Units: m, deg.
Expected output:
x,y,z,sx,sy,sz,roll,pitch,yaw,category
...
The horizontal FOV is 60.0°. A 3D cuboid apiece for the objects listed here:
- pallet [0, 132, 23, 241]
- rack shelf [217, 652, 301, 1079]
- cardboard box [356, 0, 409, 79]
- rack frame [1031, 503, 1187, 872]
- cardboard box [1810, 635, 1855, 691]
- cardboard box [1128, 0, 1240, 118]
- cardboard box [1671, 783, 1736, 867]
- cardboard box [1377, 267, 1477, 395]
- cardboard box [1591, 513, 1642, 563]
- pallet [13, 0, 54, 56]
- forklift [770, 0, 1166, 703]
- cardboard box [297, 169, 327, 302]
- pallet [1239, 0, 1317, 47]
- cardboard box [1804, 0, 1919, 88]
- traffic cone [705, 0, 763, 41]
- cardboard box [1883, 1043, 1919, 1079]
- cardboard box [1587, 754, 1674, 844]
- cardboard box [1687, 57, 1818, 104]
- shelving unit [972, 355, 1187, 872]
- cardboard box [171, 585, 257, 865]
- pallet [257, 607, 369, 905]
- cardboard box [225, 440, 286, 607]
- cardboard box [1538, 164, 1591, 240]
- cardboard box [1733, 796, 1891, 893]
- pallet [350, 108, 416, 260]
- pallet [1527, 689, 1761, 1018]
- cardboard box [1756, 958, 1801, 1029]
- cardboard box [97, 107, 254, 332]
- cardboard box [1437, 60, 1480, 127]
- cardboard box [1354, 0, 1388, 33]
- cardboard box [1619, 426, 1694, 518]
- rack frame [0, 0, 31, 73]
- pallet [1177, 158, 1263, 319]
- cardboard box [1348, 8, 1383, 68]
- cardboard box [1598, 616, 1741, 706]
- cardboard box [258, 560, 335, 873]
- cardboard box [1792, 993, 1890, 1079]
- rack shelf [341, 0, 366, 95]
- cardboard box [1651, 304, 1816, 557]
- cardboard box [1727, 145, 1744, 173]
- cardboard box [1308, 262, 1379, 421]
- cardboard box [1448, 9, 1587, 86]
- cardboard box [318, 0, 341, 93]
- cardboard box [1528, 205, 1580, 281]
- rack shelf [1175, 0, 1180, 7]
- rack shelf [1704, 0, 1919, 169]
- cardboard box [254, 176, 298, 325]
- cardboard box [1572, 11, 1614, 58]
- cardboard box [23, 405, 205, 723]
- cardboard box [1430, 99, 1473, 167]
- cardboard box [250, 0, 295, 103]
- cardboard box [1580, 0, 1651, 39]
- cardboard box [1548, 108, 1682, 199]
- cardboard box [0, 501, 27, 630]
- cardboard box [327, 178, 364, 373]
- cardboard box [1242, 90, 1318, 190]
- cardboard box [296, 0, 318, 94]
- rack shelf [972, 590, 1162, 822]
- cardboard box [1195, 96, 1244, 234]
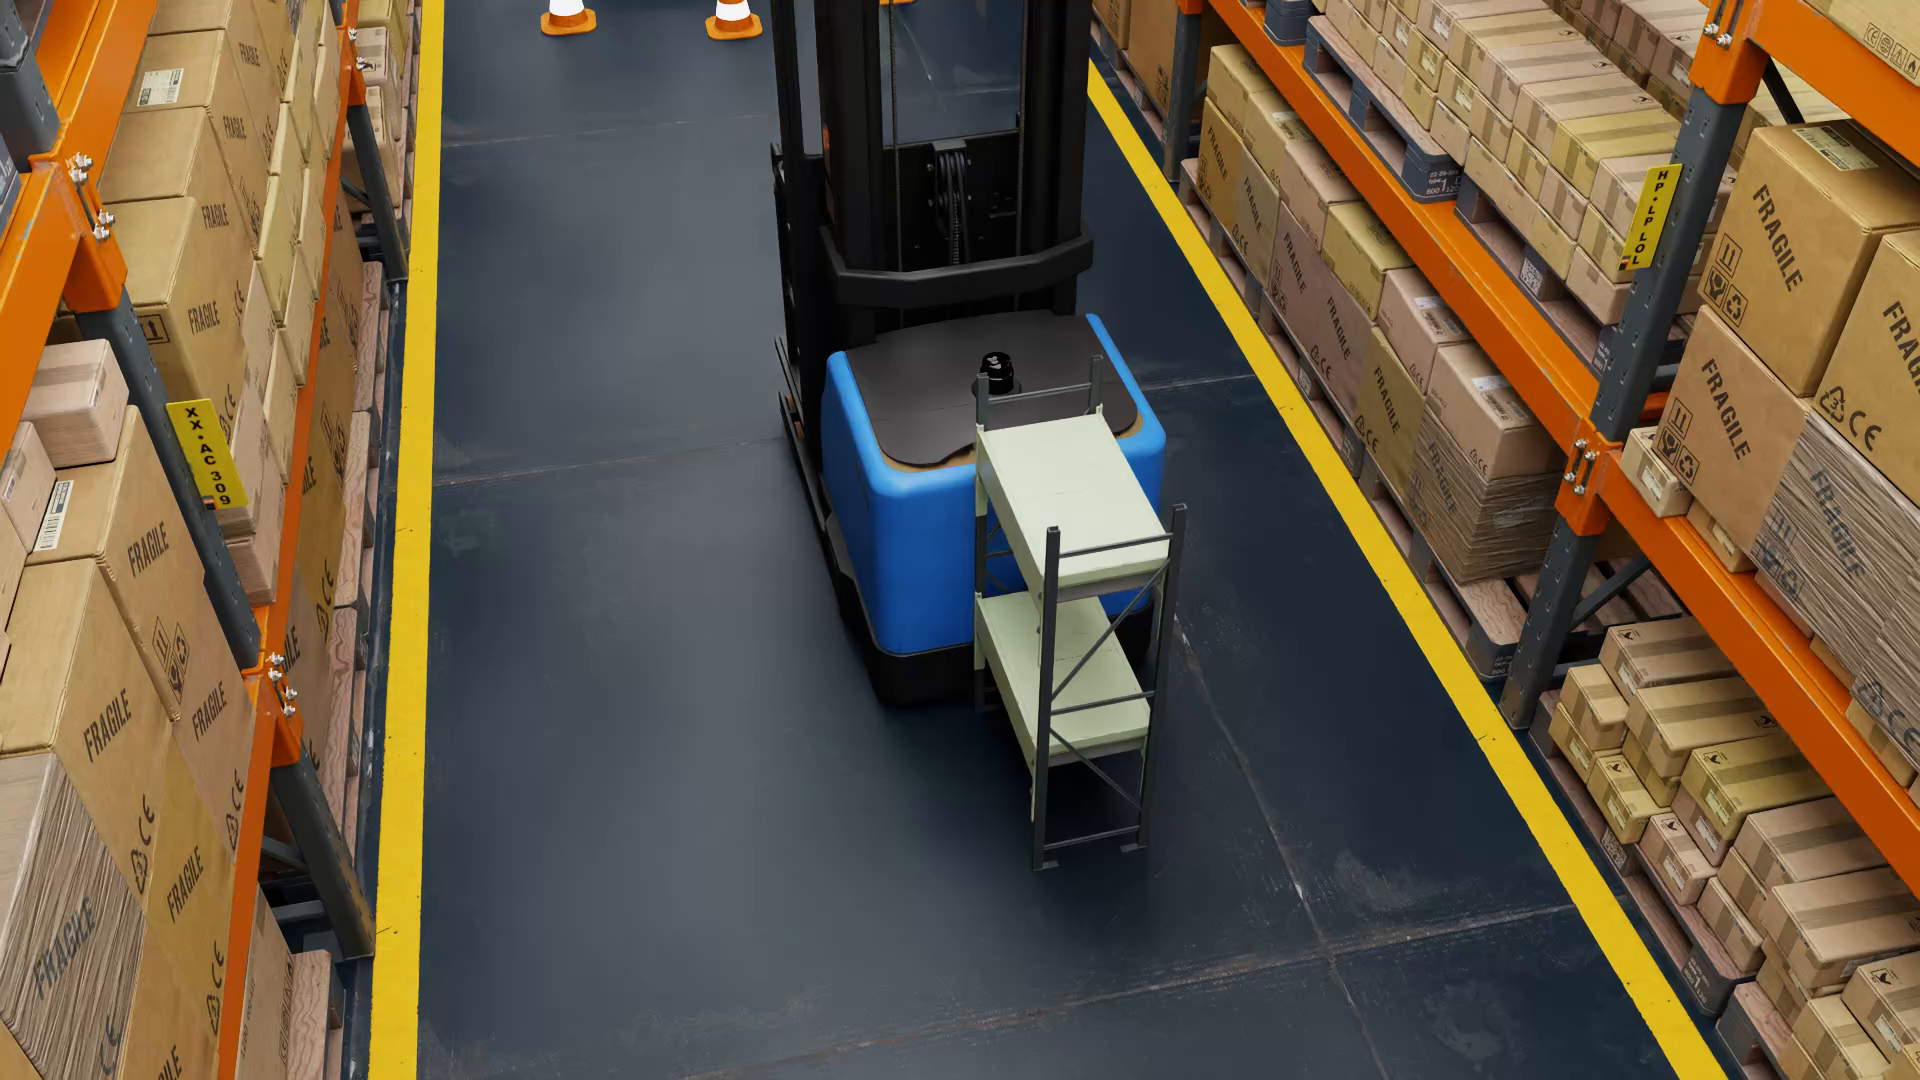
x,y,z,sx,sy,sz,roll,pitch,yaw,category
-2.186,-0.326,2.665,1.003,0.211,1.213,-8,42,-9,pallet
-1.921,1.797,3.008,1.077,0.370,4.000,-8,42,-9,rack shelf
-3.653,-2.873,9.390,0.950,0.372,0.625,-7,42,-8,cardboard box
0.432,0.500,5.057,0.400,1.500,0.023,-10,43,-11,rack frame
2.491,0.280,4.364,0.380,0.149,0.250,-10,43,-11,cardboard box
1.552,-2.860,9.090,1.050,0.750,0.750,-9,42,-10,cardboard box
2.455,0.839,5.152,0.380,0.149,0.250,-9,42,-10,cardboard box
1.954,-0.828,6.425,0.500,0.250,0.500,-6,42,-7,cardboard box
2.559,-0.283,6.376,0.500,0.500,0.500,-7,42,-8,cardboard box
-2.598,-1.406,3.959,0.805,0.209,1.217,-10,43,-11,pallet
-0.161,-1.500,6.232,1.130,2.935,3.031,-10,43,-11,forklift
-2.497,-1.031,5.765,0.500,0.250,0.500,-9,42,-10,cardboard box
1.854,-2.618,7.584,1.213,0.211,1.003,-8,42,-9,pallet
2.301,-1.271,3.776,0.500,0.250,0.500,-6,42,-7,cardboard box
-1.405,-3.358,10.184,0.336,0.463,0.334,-8,42,-9,traffic cone
2.644,1.413,4.282,0.380,0.149,0.250,-8,42,-9,cardboard box
2.282,0.820,5.398,0.380,0.149,0.250,-7,42,-8,cardboard box
2.704,-1.497,5.601,0.380,0.149,0.250,-8,42,-9,cardboard box
0.339,0.265,5.322,0.431,1.500,0.755,-10,43,-11,shelving unit
-2.003,0.458,3.899,0.500,0.500,0.500,-8,42,-9,cardboard box
-2.592,0.785,5.707,1.003,0.211,1.213,-8,42,-9,pallet
-2.189,-0.036,4.644,0.500,0.250,0.500,-9,42,-10,cardboard box
2.123,-1.118,5.399,0.380,0.149,0.250,-8,42,-9,cardboard box
2.514,0.906,4.853,0.380,0.149,0.250,-9,42,-10,cardboard box
-3.383,-1.825,8.647,1.003,0.211,1.213,-8,42,-9,pallet
2.639,0.930,5.544,1.003,0.211,1.213,-8,42,-9,pallet
2.582,1.301,4.857,0.380,0.149,0.250,-10,43,-11,cardboard box
-2.303,-0.832,4.600,0.500,0.500,0.500,-9,42,-10,cardboard box
1.954,-1.625,5.970,0.380,0.149,0.250,-10,43,-11,cardboard box
1.784,-2.134,6.543,0.380,0.149,0.250,-9,42,-10,cardboard box
2.201,-0.219,4.927,0.380,0.149,0.250,-7,42,-8,cardboard box
-2.352,-2.012,2.238,1.000,3.000,0.127,-8,42,-9,rack frame
1.763,-1.587,8.379,1.003,0.211,1.213,-8,42,-9,pallet
1.783,-2.021,6.641,0.380,0.149,0.250,-8,42,-9,cardboard box
2.331,0.396,5.427,0.380,0.149,0.250,-7,42,-8,cardboard box
-2.564,0.478,5.236,0.875,0.875,0.875,-7,42,-8,cardboard box
2.540,1.369,4.556,0.380,0.149,0.250,-9,42,-10,cardboard box
-3.647,-3.389,8.850,1.077,0.370,4.000,-8,42,-9,rack shelf
2.320,-0.335,4.569,0.500,0.500,0.500,-9,42,-10,cardboard box
2.765,-1.207,5.499,0.380,0.149,0.250,-9,42,-10,cardboard box
1.837,-0.875,7.043,0.500,0.500,0.500,-9,42,-10,cardboard box
1.963,-1.733,5.868,0.380,0.149,0.250,-10,42,-11,cardboard box
-2.853,-2.015,6.873,0.500,0.250,0.500,-10,43,-11,cardboard box
2.123,-1.004,5.494,0.380,0.149,0.250,-8,42,-9,cardboard box
1.164,-4.164,9.723,1.077,0.370,4.000,-8,42,-9,rack shelf
2.891,-0.100,2.885,1.077,0.370,4.000,-8,42,-9,rack shelf
-2.395,-0.890,5.230,0.500,0.250,0.500,-8,42,-9,cardboard box
2.535,-1.889,6.267,0.380,0.149,0.250,-9,42,-10,cardboard box
-1.981,0.086,3.565,0.500,0.500,0.500,-9,42,-10,cardboard box
1.952,-1.508,6.062,0.380,0.149,0.250,-10,43,-11,cardboard box
-2.629,-1.821,5.713,0.500,0.500,0.500,-8,42,-9,cardboard box
2.543,-1.988,6.155,0.380,0.149,0.250,-7,42,-8,cardboard box
2.123,-1.235,5.307,0.380,0.149,0.250,-10,42,-11,cardboard box
-1.980,0.081,3.082,0.380,0.149,0.250,-8,42,-9,cardboard box
-3.148,-1.264,7.199,0.875,0.875,0.875,-9,42,-10,cardboard box
1.618,-1.829,7.552,0.500,0.250,0.500,-9,42,-10,cardboard box
-2.749,-1.883,6.348,0.500,0.250,0.500,-9,42,-10,cardboard box
0.339,0.508,5.539,0.431,0.370,0.720,-10,43,-11,rack shelf
1.500,-1.864,8.156,0.500,0.500,0.500,-10,43,-11,cardboard box
